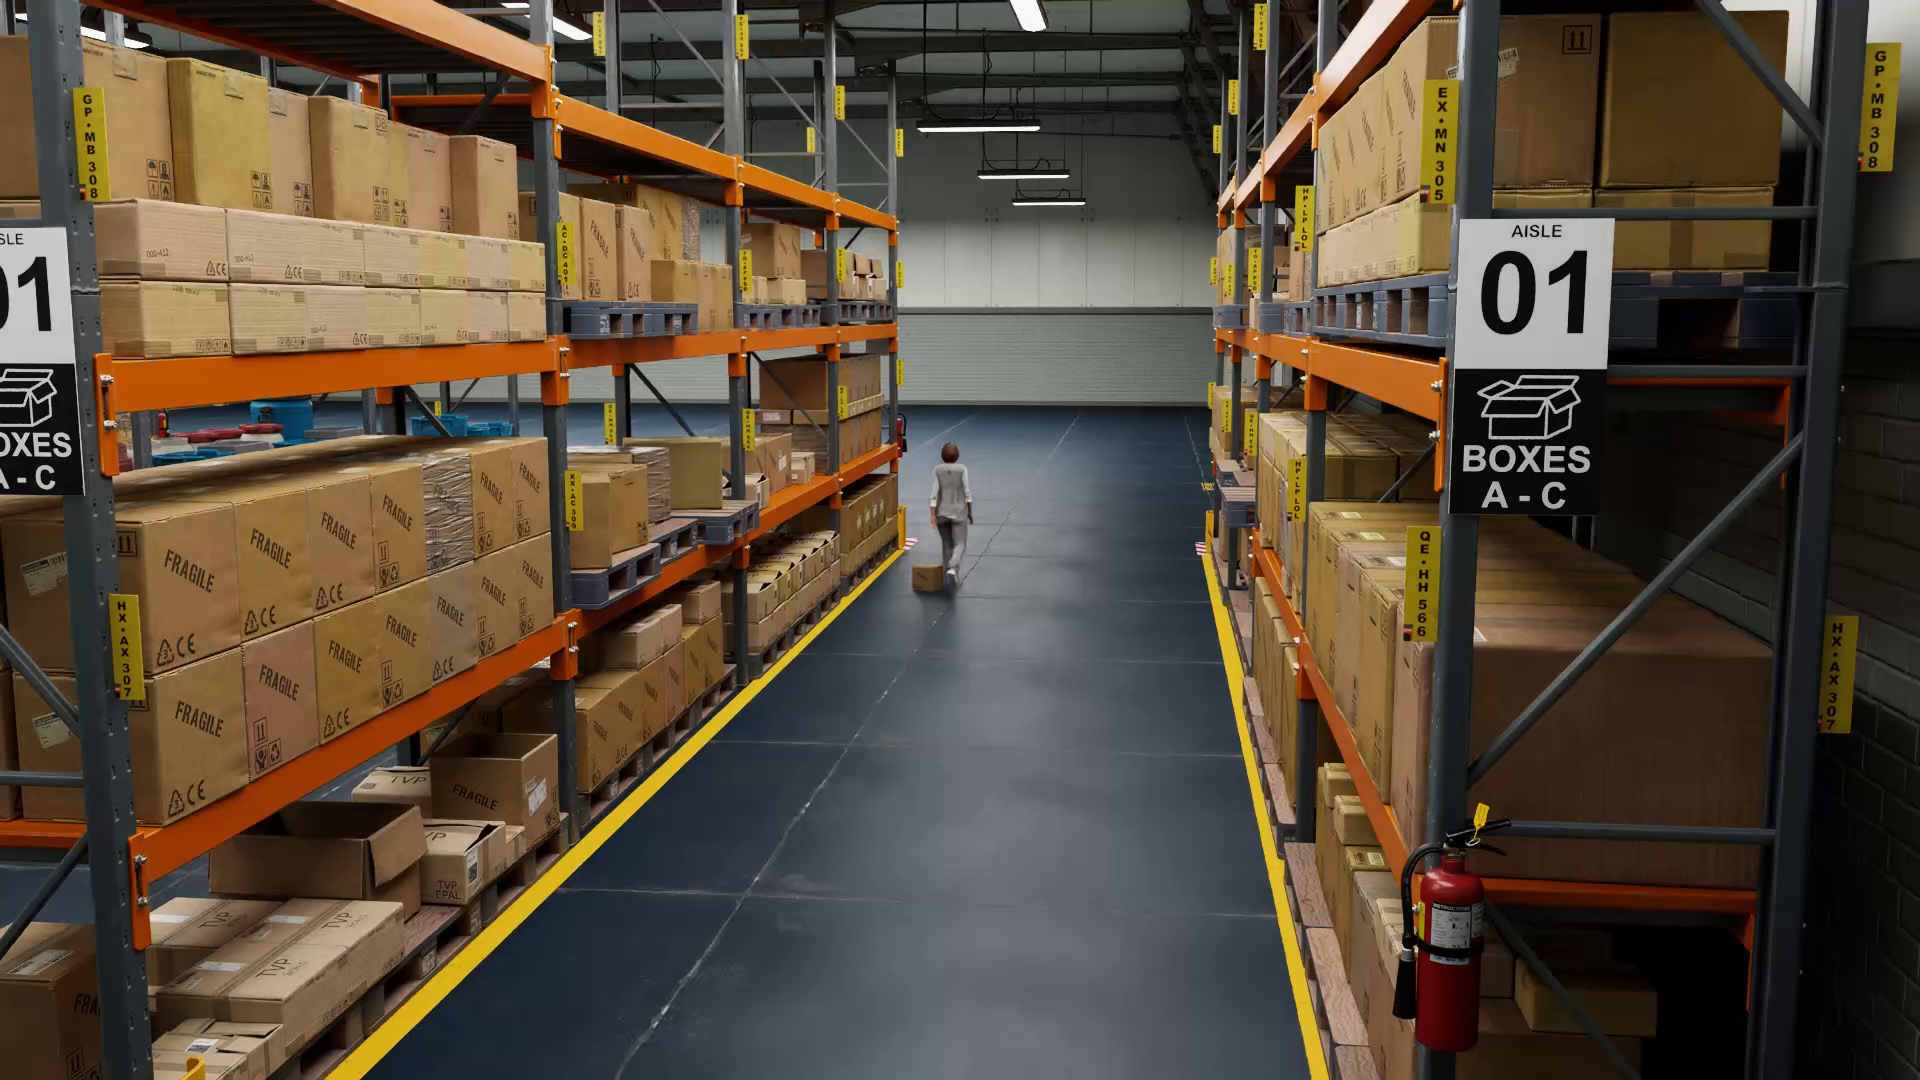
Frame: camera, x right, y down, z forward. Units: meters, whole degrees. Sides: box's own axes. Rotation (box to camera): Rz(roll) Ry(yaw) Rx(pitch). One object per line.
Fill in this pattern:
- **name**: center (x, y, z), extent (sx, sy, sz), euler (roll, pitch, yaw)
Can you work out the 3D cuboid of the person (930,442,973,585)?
- **person**: center (-0.101, -0.259, 17.660), extent (0.433, 1.560, 0.837), euler (1, 8, 9)
